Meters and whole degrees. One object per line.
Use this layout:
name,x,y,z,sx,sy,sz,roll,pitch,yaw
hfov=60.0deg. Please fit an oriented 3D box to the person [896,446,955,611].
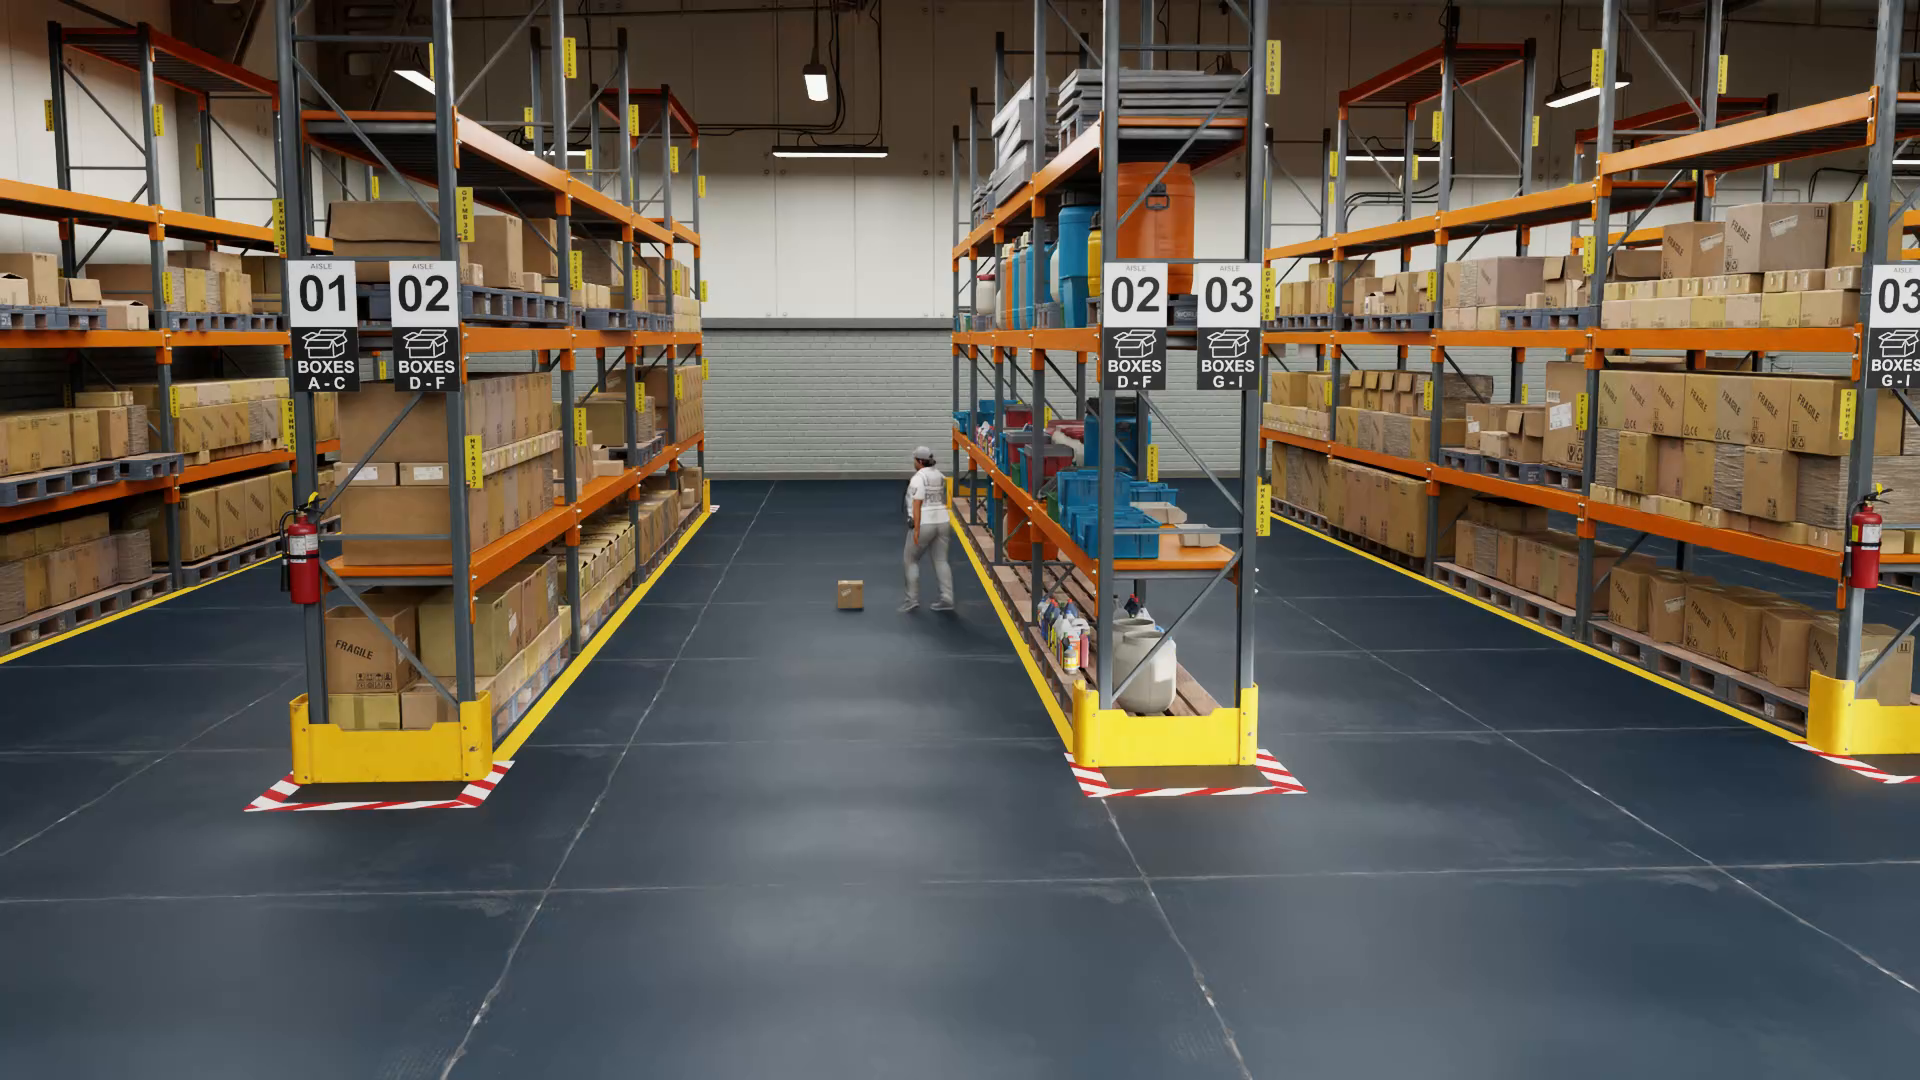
person,-0.321,-0.079,16.627,0.487,1.710,0.635,-7,10,-43
